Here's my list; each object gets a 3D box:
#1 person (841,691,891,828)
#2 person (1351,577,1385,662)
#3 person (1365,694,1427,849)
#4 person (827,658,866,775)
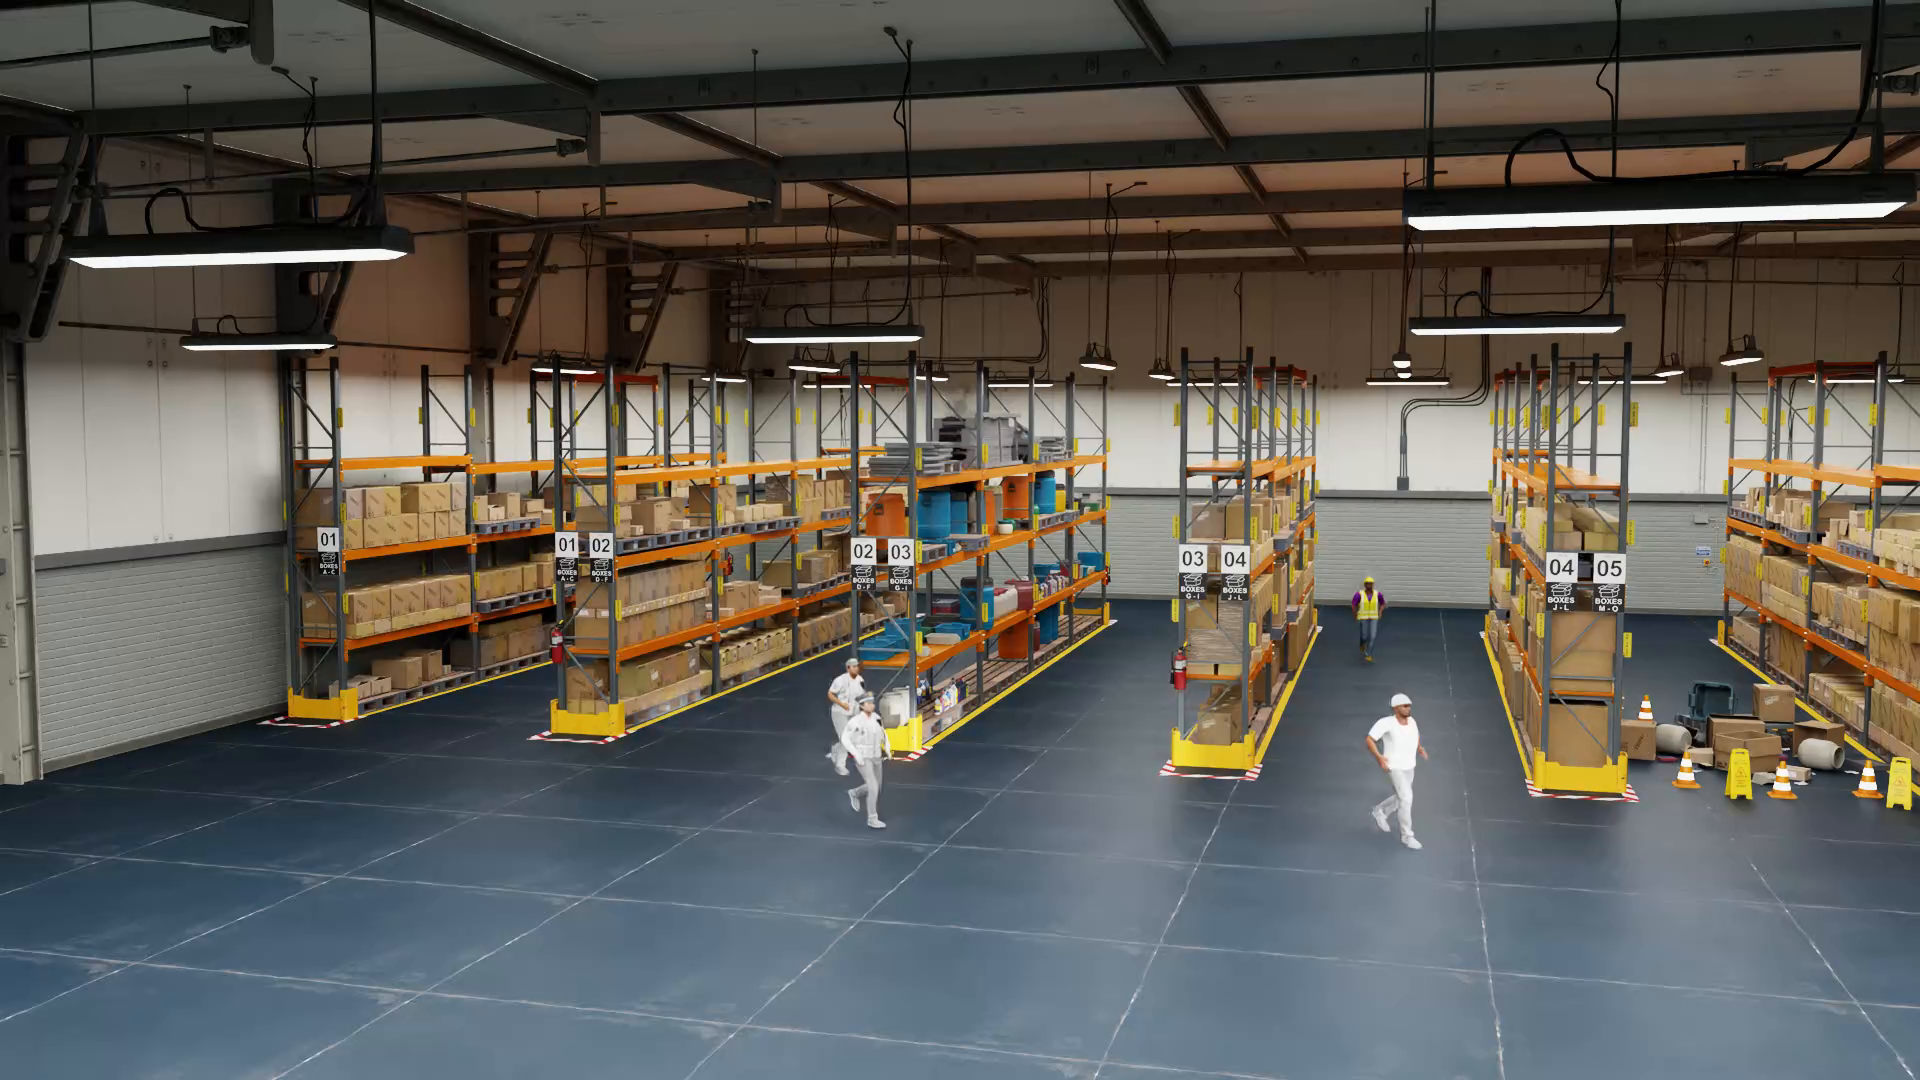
[{"bbox_3d":[-1.170,2.668,20.441,0.655,1.653,0.739,-4,6,-43],"label":"person"},{"bbox_3d":[8.440,1.625,34.355,0.701,1.726,0.661,0,4,6],"label":"person"},{"bbox_3d":[5.158,2.686,19.627,0.707,1.770,0.846,-3,5,-34],"label":"person"},{"bbox_3d":[-1.598,2.480,23.615,0.638,1.619,0.611,-3,5,-36],"label":"person"}]
